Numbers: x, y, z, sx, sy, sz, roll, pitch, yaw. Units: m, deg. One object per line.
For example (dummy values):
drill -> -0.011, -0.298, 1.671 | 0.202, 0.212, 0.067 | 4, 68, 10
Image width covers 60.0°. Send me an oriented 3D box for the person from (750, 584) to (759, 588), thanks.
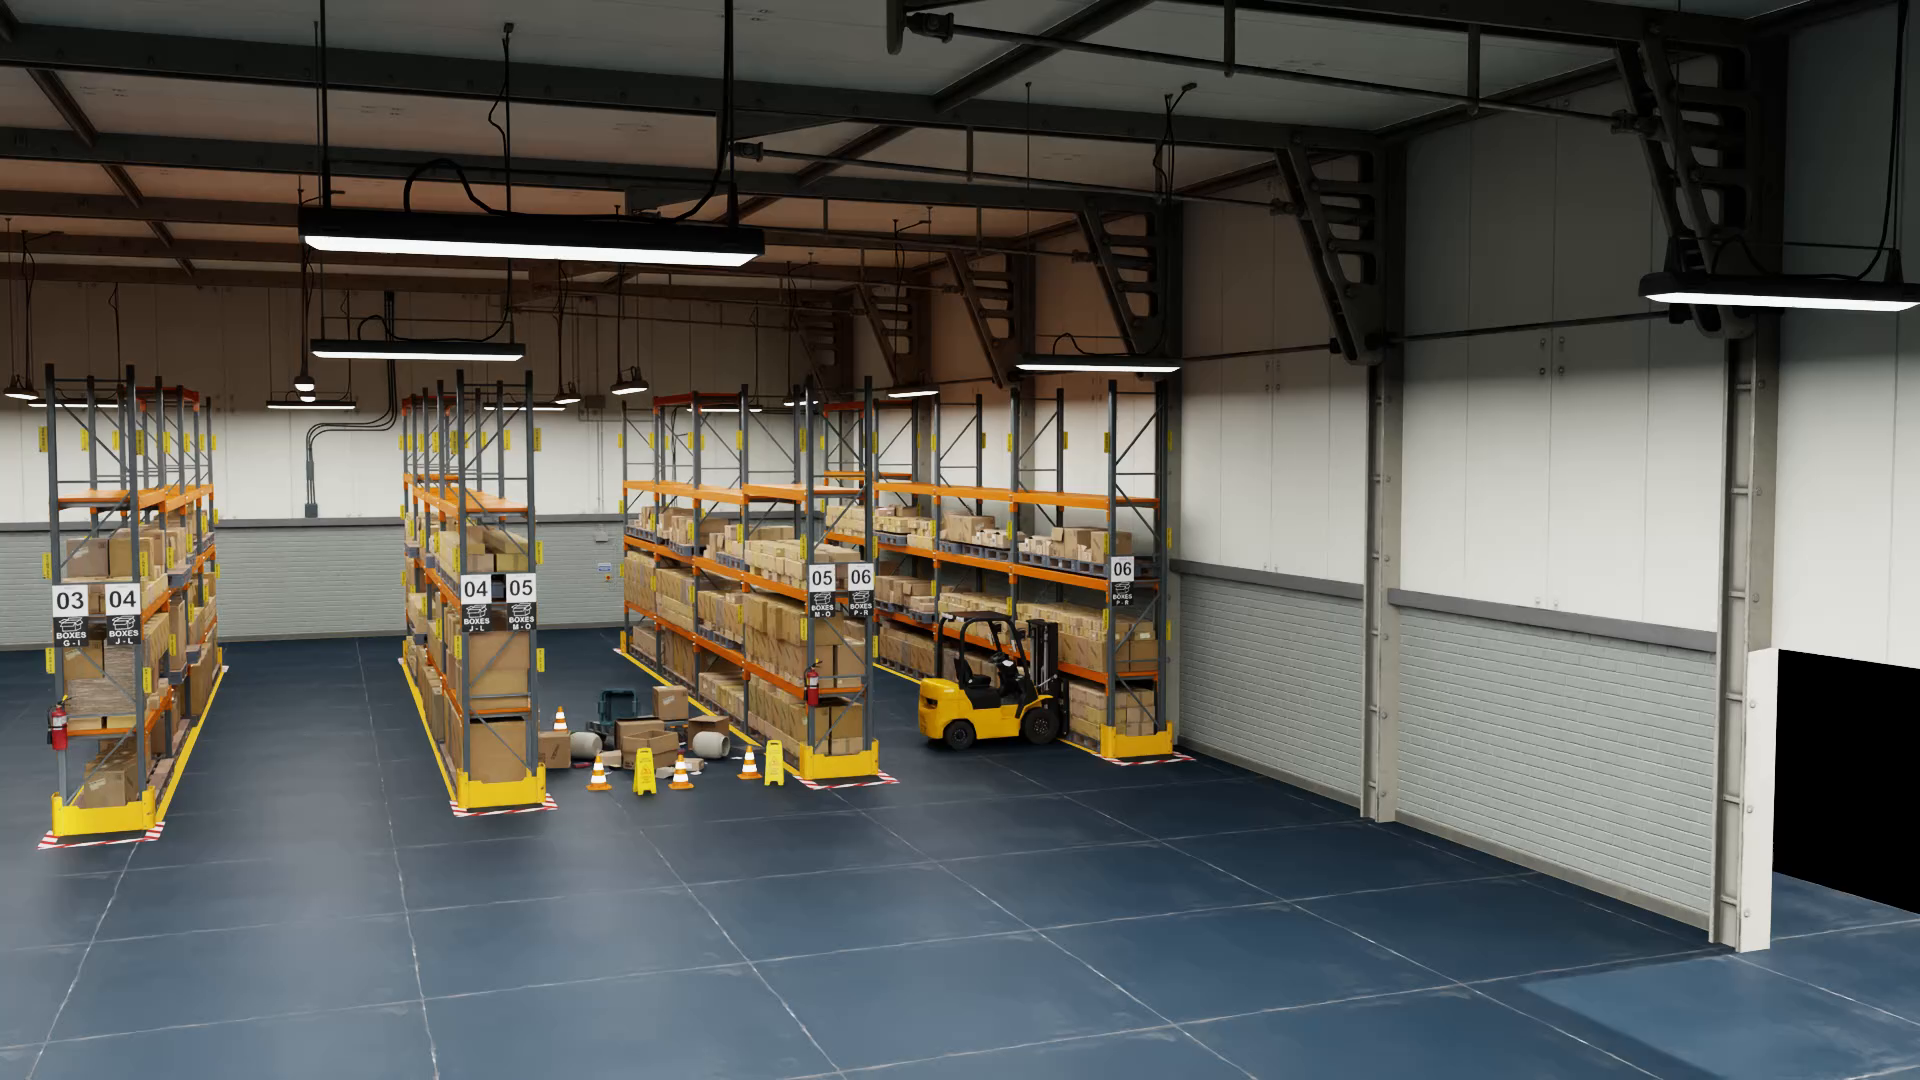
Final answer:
person -> -5.278, 1.606, 43.013 | 0.929, 1.754, 0.592 | -3, 5, -45
